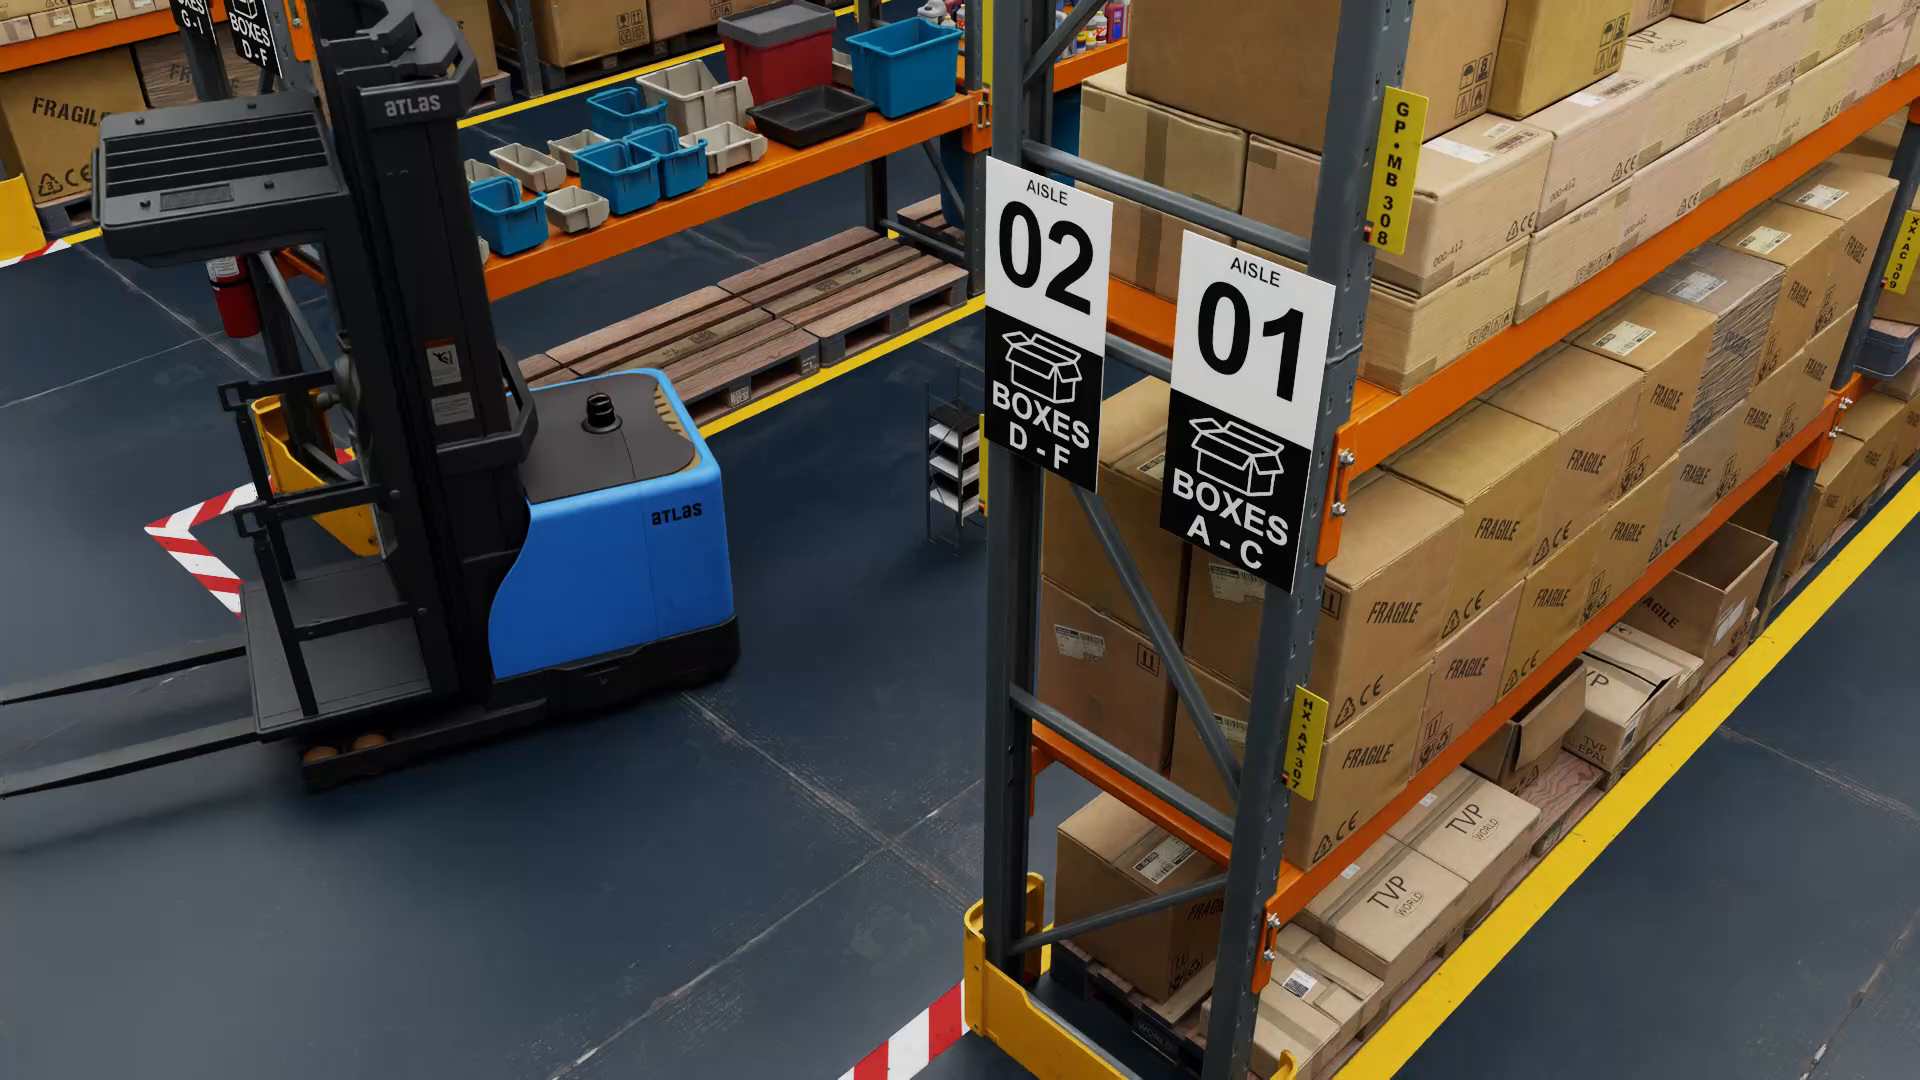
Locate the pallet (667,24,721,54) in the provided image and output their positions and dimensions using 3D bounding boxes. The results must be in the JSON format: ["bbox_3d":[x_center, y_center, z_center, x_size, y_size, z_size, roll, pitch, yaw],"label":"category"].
[{"bbox_3d":[-2.389,-4.672,14.764,1.003,0.211,1.213,30,45,35],"label":"pallet"}]

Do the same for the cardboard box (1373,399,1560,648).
[{"bbox_3d":[1.333,-0.097,4.805,0.500,0.500,0.500,-29,44,-35],"label":"cardboard box"}]

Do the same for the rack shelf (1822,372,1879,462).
[{"bbox_3d":[4.698,-1.497,8.403,1.077,0.370,4.000,30,45,35],"label":"rack shelf"}]

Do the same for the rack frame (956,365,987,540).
[{"bbox_3d":[0.066,-0.407,8.047,0.240,0.900,0.006,30,45,35],"label":"rack frame"}]

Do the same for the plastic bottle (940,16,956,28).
[{"bbox_3d":[-0.074,-3.144,10.310,0.097,0.201,0.097,0,35,0],"label":"plastic bottle"}]

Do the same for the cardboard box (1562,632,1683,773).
[{"bbox_3d":[2.560,0.592,6.744,0.500,0.311,0.500,30,45,35],"label":"cardboard box"}]

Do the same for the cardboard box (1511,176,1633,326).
[{"bbox_3d":[1.374,-0.829,4.325,0.500,0.250,0.500,30,45,35],"label":"cardboard box"}]

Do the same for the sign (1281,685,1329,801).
[{"bbox_3d":[0.855,0.507,4.144,0.100,0.325,0.005,30,45,35],"label":"sign"}]

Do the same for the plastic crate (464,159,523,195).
[{"bbox_3d":[-2.382,-1.786,8.367,0.396,0.136,0.243,30,45,35],"label":"plastic crate"}]

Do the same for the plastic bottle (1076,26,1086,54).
[{"bbox_3d":[0.731,-3.144,10.249,0.097,0.271,0.097,0,35,0],"label":"plastic bottle"}]

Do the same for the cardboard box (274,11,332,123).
[{"bbox_3d":[-4.895,-3.674,12.386,0.875,0.875,0.875,30,45,35],"label":"cardboard box"}]

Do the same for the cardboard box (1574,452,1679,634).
[{"bbox_3d":[2.039,-0.088,5.666,0.500,0.500,0.500,-29,44,-35],"label":"cardboard box"}]

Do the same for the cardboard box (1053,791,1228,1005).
[{"bbox_3d":[0.678,1.169,5.753,0.500,0.500,0.500,30,45,35],"label":"cardboard box"}]

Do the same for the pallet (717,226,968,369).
[{"bbox_3d":[-0.715,-1.520,10.245,1.003,0.211,1.213,30,45,35],"label":"pallet"}]

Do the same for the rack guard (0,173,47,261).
[{"bbox_3d":[-6.574,-2.315,11.133,1.175,0.500,0.348,30,45,35],"label":"rack guard"}]

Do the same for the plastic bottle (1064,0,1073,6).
[{"bbox_3d":[0.695,-3.719,11.069,0.152,0.276,0.135,30,45,35],"label":"plastic bottle"}]

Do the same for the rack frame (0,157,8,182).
[{"bbox_3d":[-6.557,-3.350,10.432,1.000,3.000,0.127,30,45,35],"label":"rack frame"}]

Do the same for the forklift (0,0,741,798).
[{"bbox_3d":[-2.538,-0.535,6.455,3.031,2.935,1.130,-14,37,-19],"label":"forklift"}]

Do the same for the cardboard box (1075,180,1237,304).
[{"bbox_3d":[0.645,-0.840,4.341,0.500,0.250,0.500,30,45,35],"label":"cardboard box"}]

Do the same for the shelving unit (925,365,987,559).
[{"bbox_3d":[-0.006,-0.366,7.988,0.258,0.900,0.210,30,45,35],"label":"shelving unit"}]

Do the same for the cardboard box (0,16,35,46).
[{"bbox_3d":[-6.073,-3.258,10.520,0.250,0.149,0.380,-29,44,-35],"label":"cardboard box"}]

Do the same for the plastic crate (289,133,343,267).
[{"bbox_3d":[-2.939,-1.605,7.845,0.616,0.435,0.499,30,45,35],"label":"plastic crate"}]

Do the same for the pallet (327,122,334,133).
[{"bbox_3d":[-5.190,-3.056,12.447,1.003,0.211,1.213,30,45,35],"label":"pallet"}]

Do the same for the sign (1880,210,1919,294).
[{"bbox_3d":[3.679,-1.120,6.476,0.100,0.325,0.005,30,45,35],"label":"sign"}]

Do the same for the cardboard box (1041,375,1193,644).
[{"bbox_3d":[0.589,-0.099,4.808,0.500,0.500,0.500,29,44,35],"label":"cardboard box"}]

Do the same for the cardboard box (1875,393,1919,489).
[{"bbox_3d":[4.527,-0.654,8.366,0.500,0.500,0.500,-29,44,-35],"label":"cardboard box"}]

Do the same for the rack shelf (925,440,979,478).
[{"bbox_3d":[-0.006,-0.412,7.955,0.258,0.077,0.200,30,45,35],"label":"rack shelf"}]

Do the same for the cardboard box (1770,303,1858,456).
[{"bbox_3d":[3.118,-0.715,6.565,0.500,0.500,0.500,-29,44,-35],"label":"cardboard box"}]

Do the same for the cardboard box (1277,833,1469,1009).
[{"bbox_3d":[1.407,1.282,5.809,0.500,0.250,0.500,30,45,35],"label":"cardboard box"}]

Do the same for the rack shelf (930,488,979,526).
[{"bbox_3d":[-0.006,-0.191,8.110,0.258,0.077,0.200,30,45,35],"label":"rack shelf"}]

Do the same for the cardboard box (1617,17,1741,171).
[{"bbox_3d":[1.722,-1.240,4.477,0.500,0.250,0.500,30,45,35],"label":"cardboard box"}]

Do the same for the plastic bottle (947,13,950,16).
[{"bbox_3d":[-0.114,-3.245,10.454,0.097,0.201,0.097,0,35,0],"label":"plastic bottle"}]

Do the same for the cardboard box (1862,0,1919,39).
[{"bbox_3d":[2.784,-1.846,5.346,0.500,0.250,0.500,30,45,35],"label":"cardboard box"}]

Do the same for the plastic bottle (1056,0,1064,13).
[{"bbox_3d":[0.633,-3.580,10.874,0.097,0.271,0.097,0,35,0],"label":"plastic bottle"}]

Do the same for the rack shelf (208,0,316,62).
[{"bbox_3d":[-1.633,-3.101,8.081,1.077,0.370,4.000,30,45,35],"label":"rack shelf"}]

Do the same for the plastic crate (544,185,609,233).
[{"bbox_3d":[-1.872,-1.610,8.115,0.250,0.136,0.298,30,45,35],"label":"plastic crate"}]

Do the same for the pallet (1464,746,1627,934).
[{"bbox_3d":[1.944,0.940,6.718,1.003,0.211,1.213,30,45,35],"label":"pallet"}]

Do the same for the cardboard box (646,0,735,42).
[{"bbox_3d":[-2.673,-4.906,14.153,1.225,0.875,0.875,28,44,34],"label":"cardboard box"}]

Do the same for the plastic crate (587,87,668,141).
[{"bbox_3d":[-1.777,-2.247,8.944,0.416,0.233,0.300,30,45,35],"label":"plastic crate"}]

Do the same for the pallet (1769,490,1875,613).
[{"bbox_3d":[3.835,-0.182,8.326,1.003,0.211,1.213,30,45,35],"label":"pallet"}]

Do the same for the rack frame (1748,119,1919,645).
[{"bbox_3d":[3.288,-0.980,7.033,1.000,3.000,0.127,30,45,35],"label":"rack frame"}]

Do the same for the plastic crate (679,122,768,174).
[{"bbox_3d":[-1.238,-2.066,8.769,0.293,0.136,0.466,30,45,35],"label":"plastic crate"}]

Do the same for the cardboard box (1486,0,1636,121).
[{"bbox_3d":[1.233,-1.422,4.083,0.700,0.500,0.500,30,45,35],"label":"cardboard box"}]

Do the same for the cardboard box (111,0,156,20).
[{"bbox_3d":[-5.530,-3.574,10.972,0.380,0.149,0.250,29,44,35],"label":"cardboard box"}]

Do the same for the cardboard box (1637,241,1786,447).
[{"bbox_3d":[2.402,-0.708,5.682,0.500,0.500,0.500,-30,44,-35],"label":"cardboard box"}]

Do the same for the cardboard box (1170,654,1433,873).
[{"bbox_3d":[0.970,0.529,4.782,0.500,0.500,0.500,-29,44,-35],"label":"cardboard box"}]

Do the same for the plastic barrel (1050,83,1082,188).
[{"bbox_3d":[0.670,-2.791,11.097,0.600,0.901,0.708,30,45,35],"label":"plastic barrel"}]

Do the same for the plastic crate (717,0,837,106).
[{"bbox_3d":[-1.031,-2.767,9.488,0.402,0.464,0.583,30,45,35],"label":"plastic crate"}]

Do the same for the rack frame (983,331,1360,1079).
[{"bbox_3d":[0.470,0.644,4.705,1.000,3.000,0.127,30,45,35],"label":"rack frame"}]

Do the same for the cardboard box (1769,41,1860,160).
[{"bbox_3d":[2.429,-1.439,5.200,0.500,0.250,0.500,30,45,35],"label":"cardboard box"}]

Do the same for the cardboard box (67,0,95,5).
[{"bbox_3d":[-5.666,-3.711,10.819,0.500,0.250,0.500,29,44,35],"label":"cardboard box"}]

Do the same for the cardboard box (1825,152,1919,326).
[{"bbox_3d":[3.781,-1.295,7.031,0.700,0.500,0.500,15,38,21],"label":"cardboard box"}]

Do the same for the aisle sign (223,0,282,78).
[{"bbox_3d":[-2.882,-2.272,6.612,0.394,0.787,0.004,30,45,35],"label":"aisle sign"}]
